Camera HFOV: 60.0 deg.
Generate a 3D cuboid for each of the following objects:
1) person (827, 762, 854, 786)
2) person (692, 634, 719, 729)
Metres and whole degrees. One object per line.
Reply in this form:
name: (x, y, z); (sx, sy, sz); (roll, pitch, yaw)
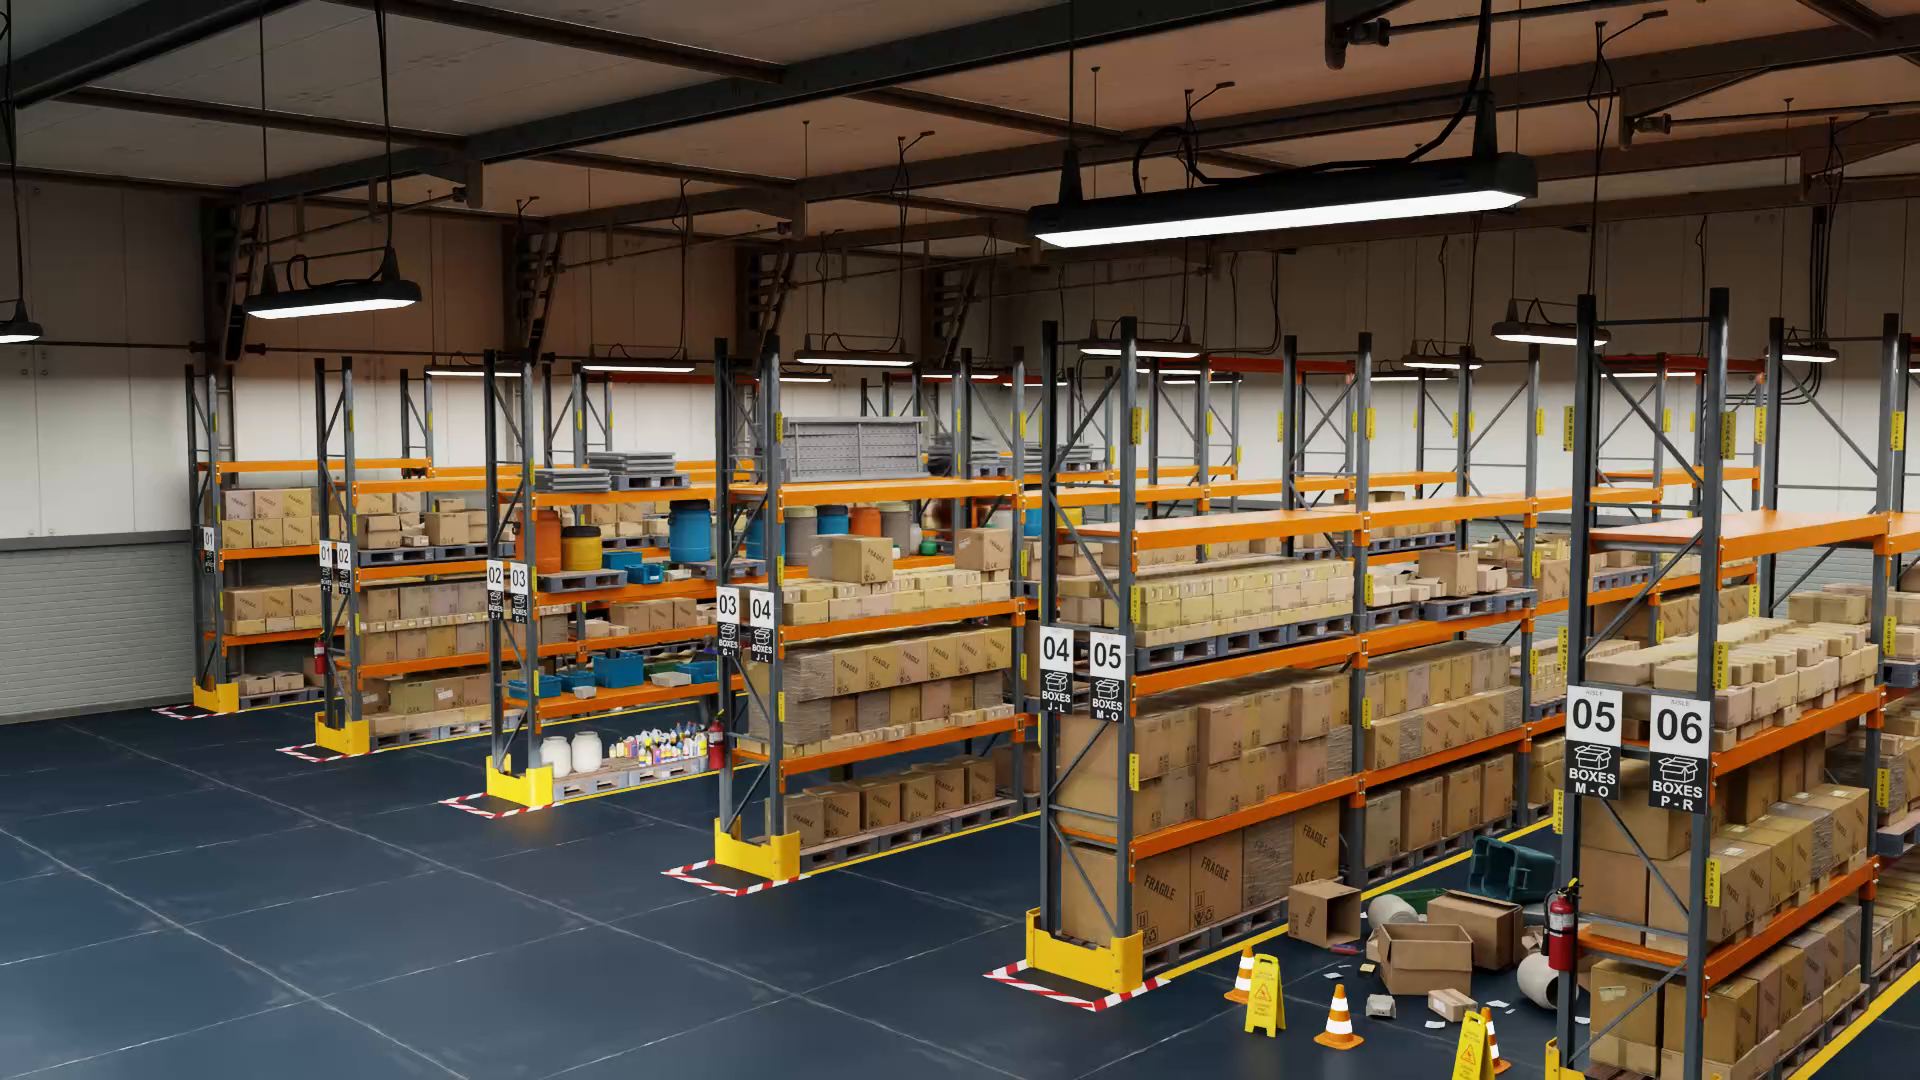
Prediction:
person: (-1.631, 2.536, 22.900); (0.401, 1.833, 0.650); (3, 5, 32)
person: (-4.000, 2.345, 26.291); (0.545, 1.686, 0.343); (-3, 6, -38)
